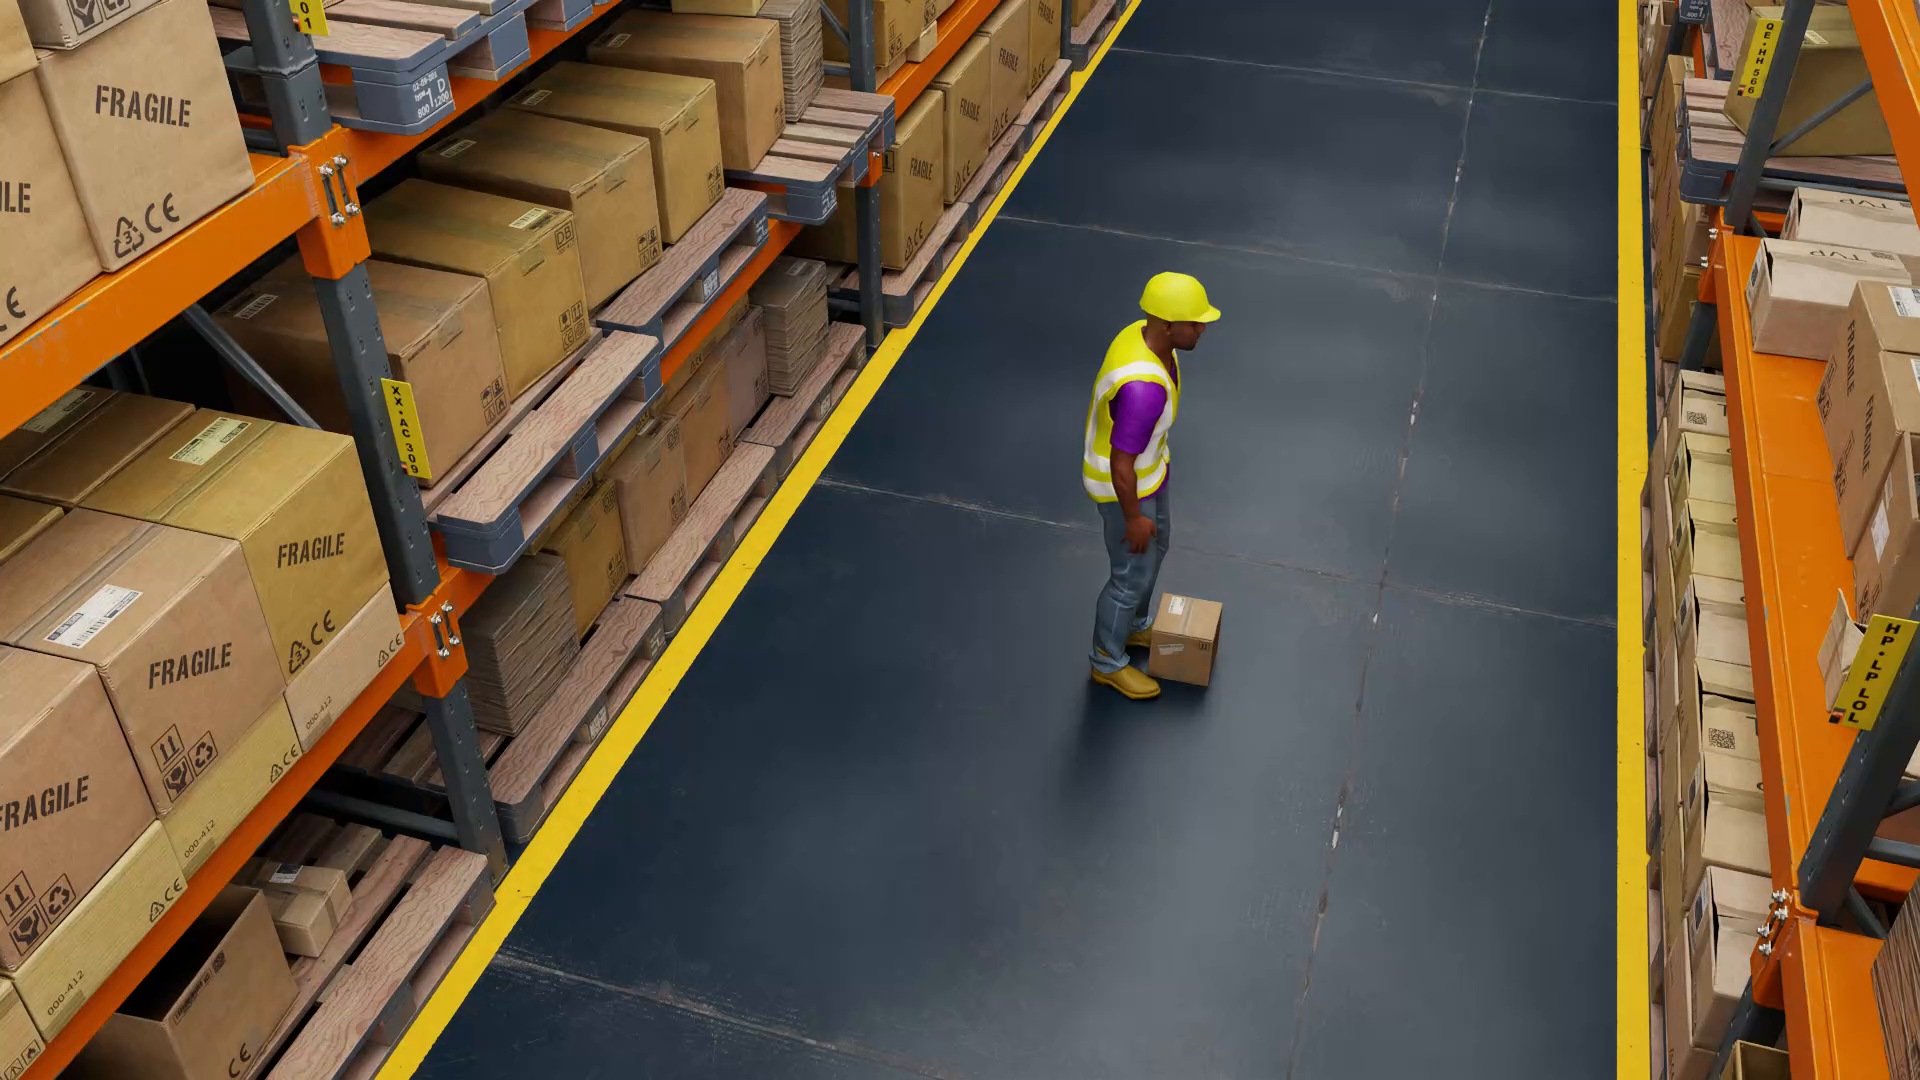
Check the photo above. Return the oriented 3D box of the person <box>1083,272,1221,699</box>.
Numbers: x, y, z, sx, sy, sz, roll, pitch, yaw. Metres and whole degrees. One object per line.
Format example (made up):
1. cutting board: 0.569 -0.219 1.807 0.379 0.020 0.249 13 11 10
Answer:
1. person: 0.708 -0.236 6.450 0.458 1.760 0.634 9 38 11
